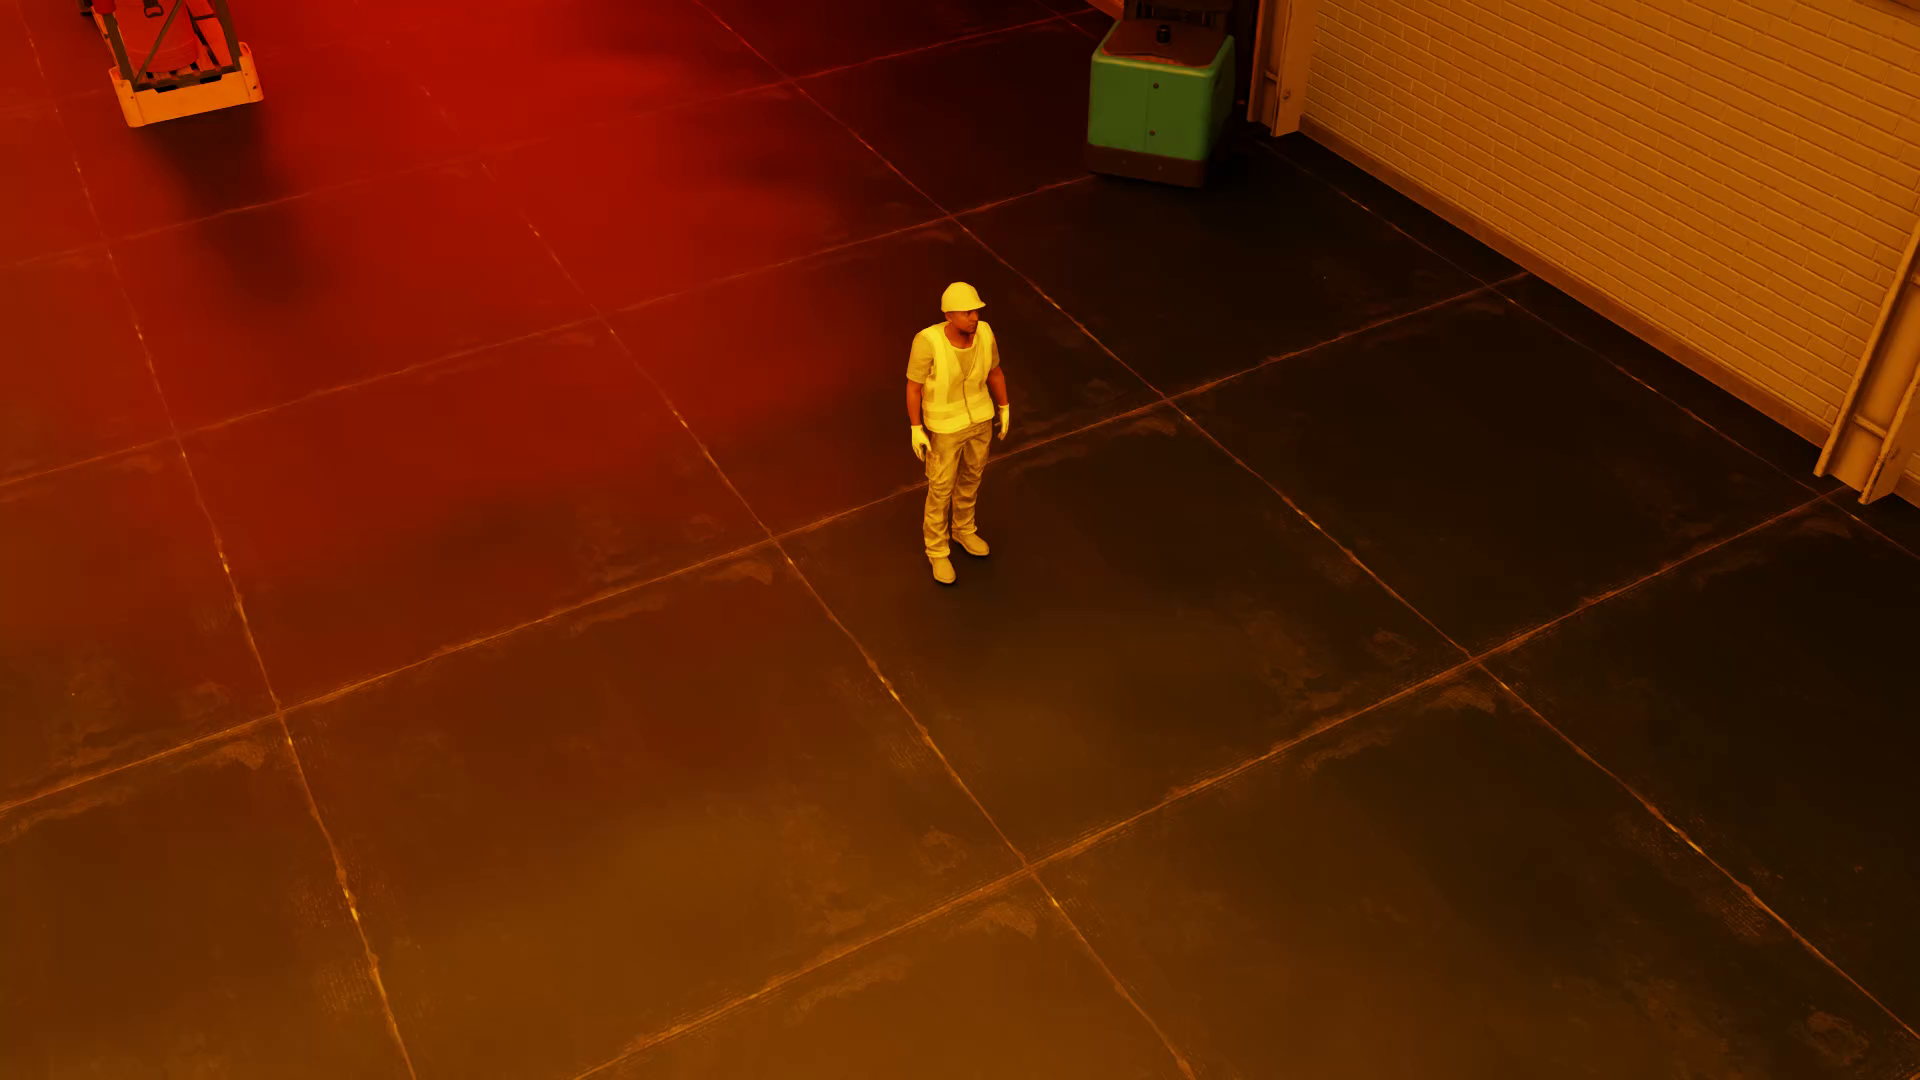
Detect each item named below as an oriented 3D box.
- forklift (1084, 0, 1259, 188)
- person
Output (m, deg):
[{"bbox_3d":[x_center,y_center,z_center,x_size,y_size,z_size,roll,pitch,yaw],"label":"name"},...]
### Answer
[{"bbox_3d":[2.015,-4.981,14.041,1.130,2.935,3.031,13,41,15],"label":"forklift"},{"bbox_3d":[0.028,-0.650,9.707,0.656,1.782,0.577,-20,44,-23],"label":"person"}]
